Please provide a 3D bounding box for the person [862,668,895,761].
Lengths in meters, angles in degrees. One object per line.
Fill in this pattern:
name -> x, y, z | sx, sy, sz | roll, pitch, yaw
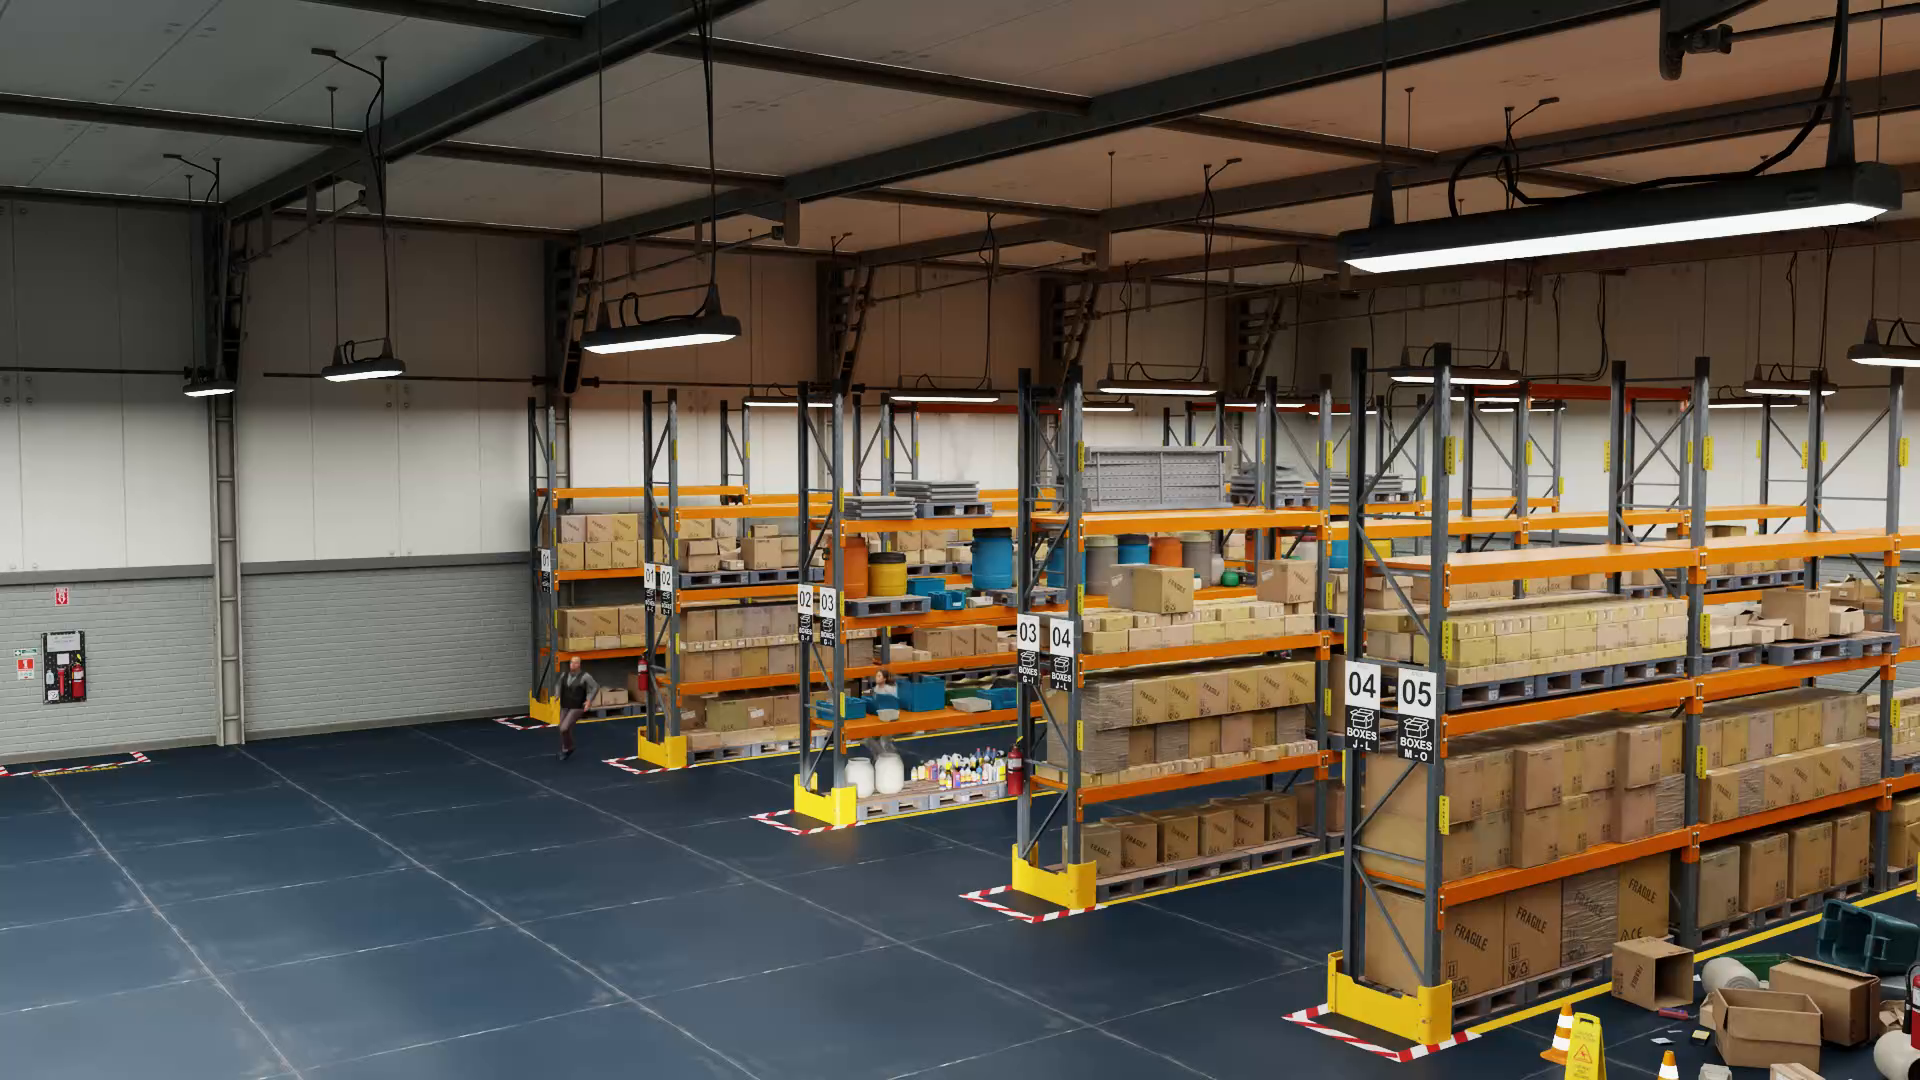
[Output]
person -> -1.202, 2.803, 25.879 | 0.559, 1.627, 0.666 | 3, 5, 42

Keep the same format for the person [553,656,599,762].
person -> -6.271, 2.740, 26.936 | 0.715, 1.715, 0.663 | 1, 4, 23
